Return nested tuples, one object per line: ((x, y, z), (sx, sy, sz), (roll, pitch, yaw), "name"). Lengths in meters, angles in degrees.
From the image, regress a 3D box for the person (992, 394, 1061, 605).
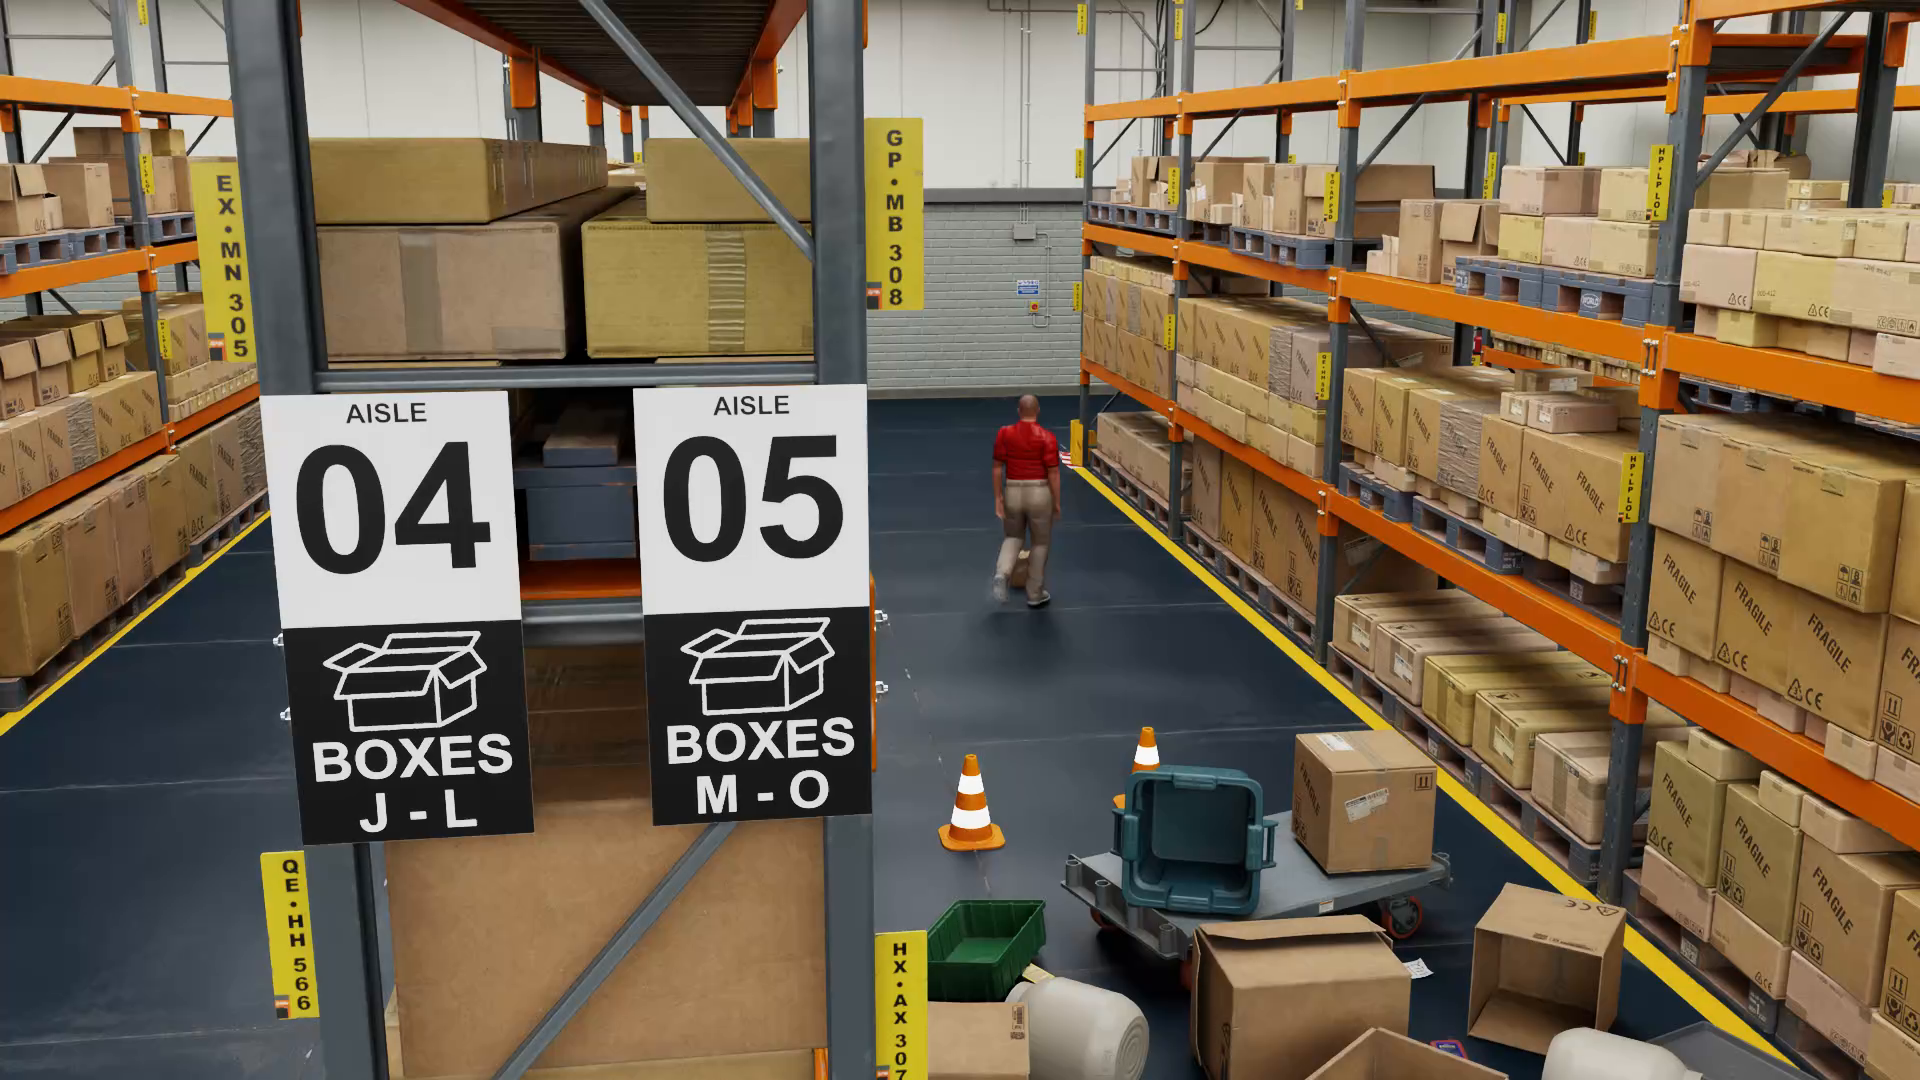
((0.530, -0.316, 13.314), (0.550, 1.714, 0.553), (6, 14, 23), "person")
